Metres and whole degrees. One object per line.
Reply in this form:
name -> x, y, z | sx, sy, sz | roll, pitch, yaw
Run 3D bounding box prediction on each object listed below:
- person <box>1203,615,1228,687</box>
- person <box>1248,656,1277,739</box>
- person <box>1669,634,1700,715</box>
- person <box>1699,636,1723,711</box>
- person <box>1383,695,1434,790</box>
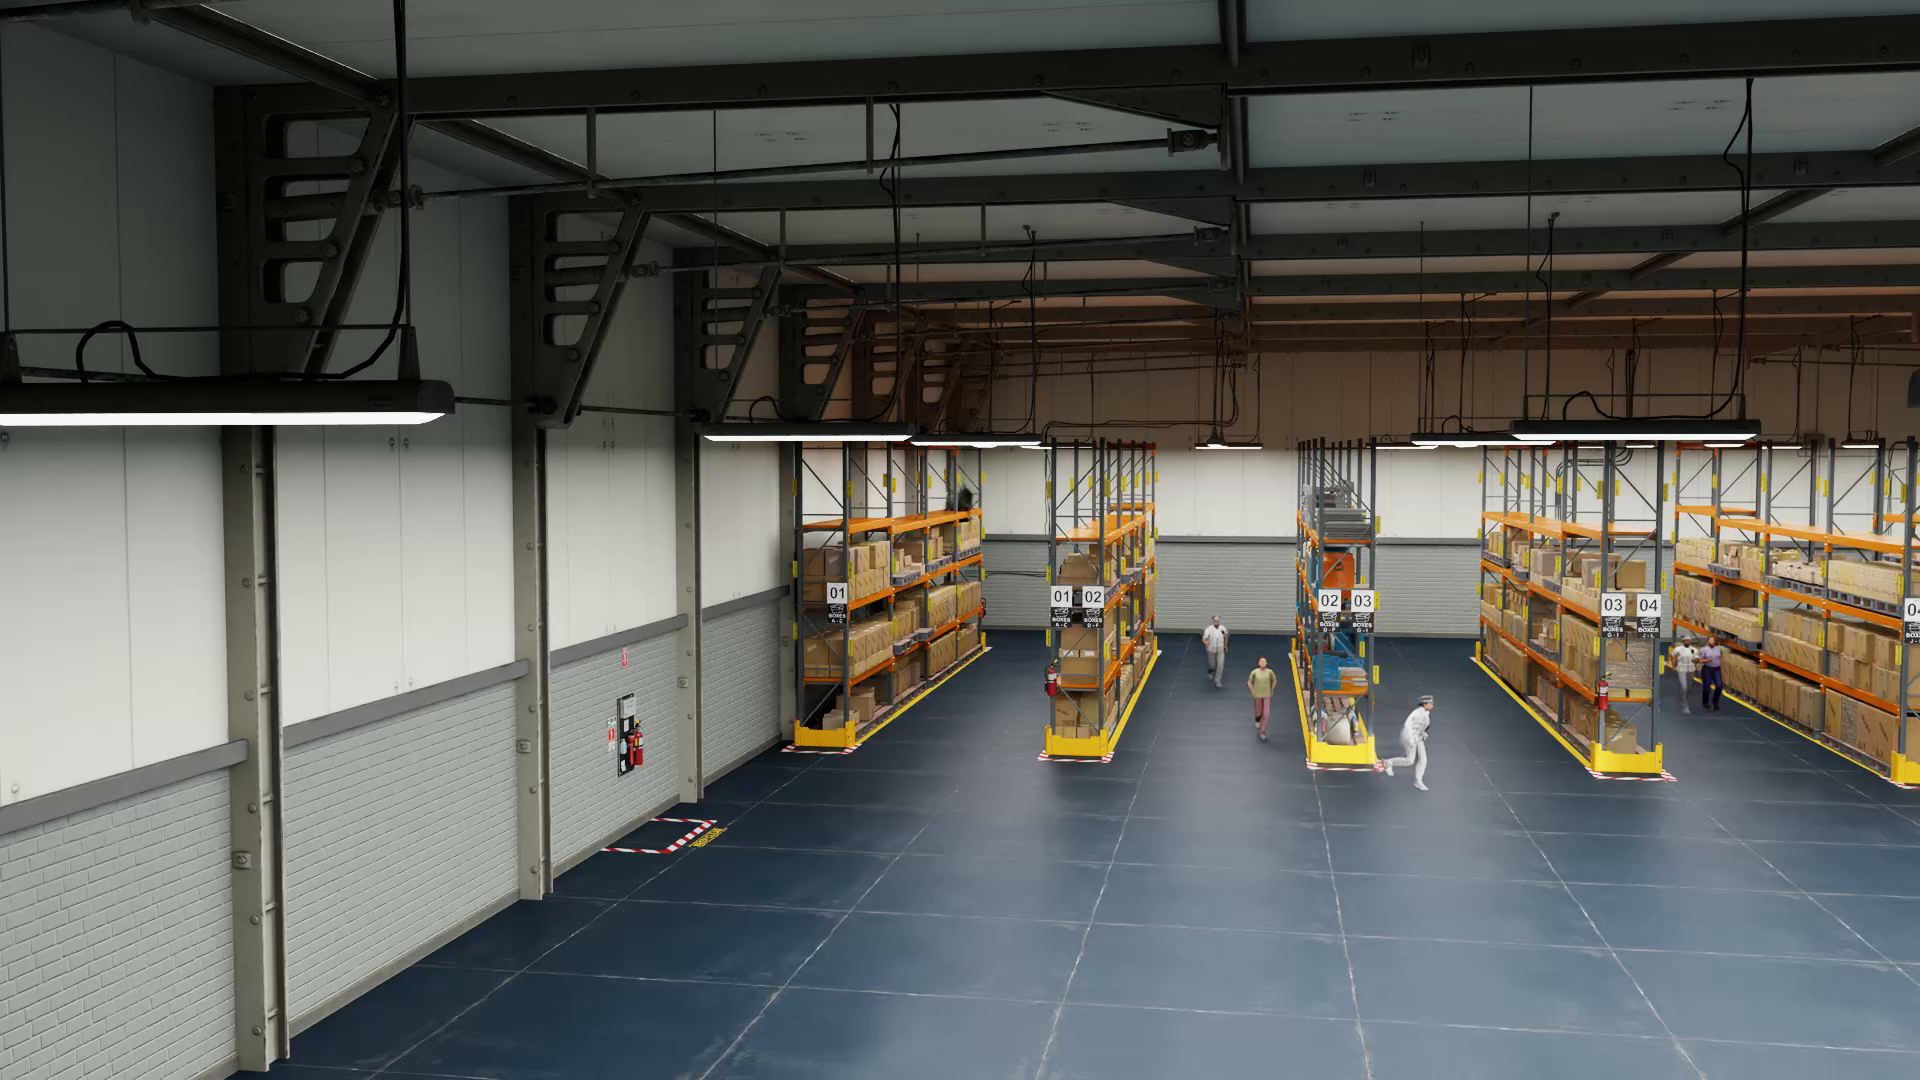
person -> 6.268, 2.700, 40.793 | 0.653, 1.746, 0.829 | 0, 3, -3
person -> 6.077, 3.145, 33.411 | 0.585, 1.639, 0.715 | 0, 3, 6
person -> 15.983, 2.926, 36.633 | 0.563, 1.722, 0.869 | 0, 3, 3
person -> 16.676, 2.964, 36.872 | 0.583, 1.681, 0.660 | 0, 3, 9
person -> 7.686, 3.436, 28.461 | 0.869, 1.632, 0.623 | 2, 4, 33
